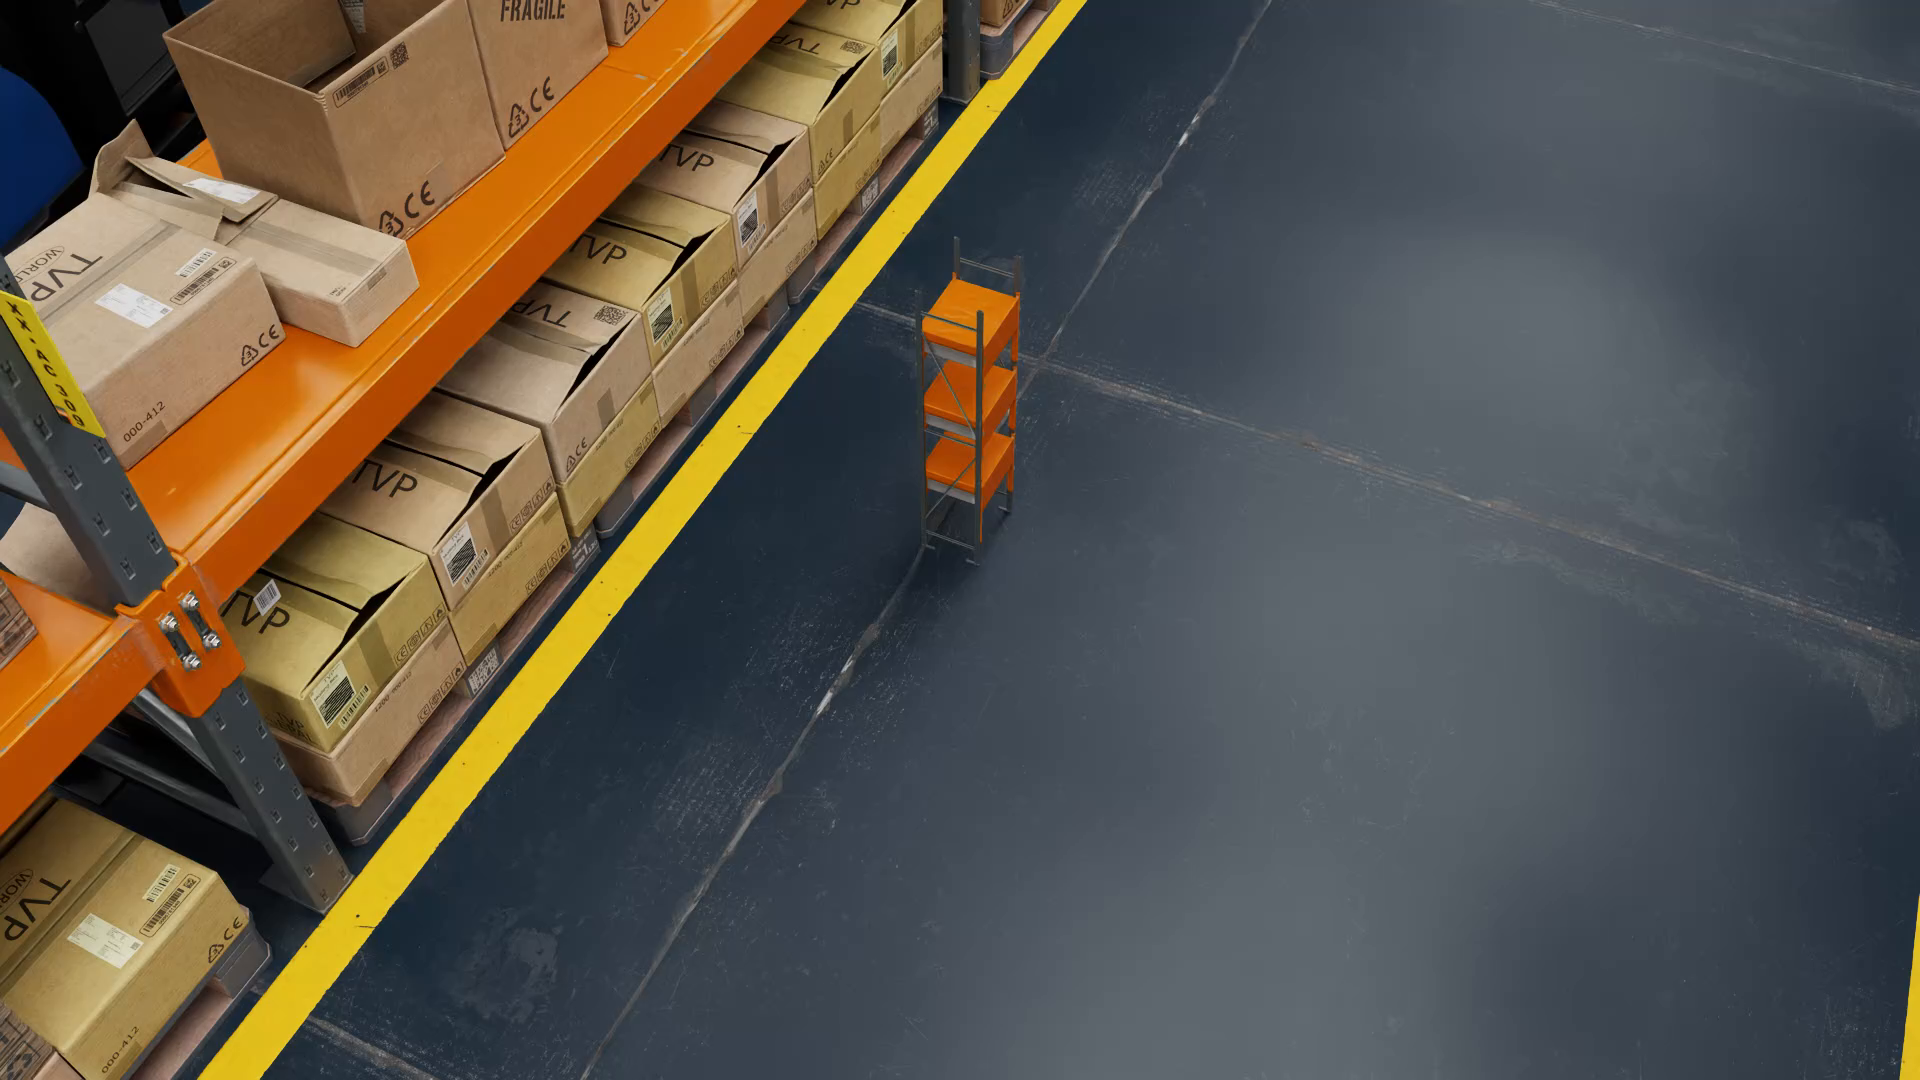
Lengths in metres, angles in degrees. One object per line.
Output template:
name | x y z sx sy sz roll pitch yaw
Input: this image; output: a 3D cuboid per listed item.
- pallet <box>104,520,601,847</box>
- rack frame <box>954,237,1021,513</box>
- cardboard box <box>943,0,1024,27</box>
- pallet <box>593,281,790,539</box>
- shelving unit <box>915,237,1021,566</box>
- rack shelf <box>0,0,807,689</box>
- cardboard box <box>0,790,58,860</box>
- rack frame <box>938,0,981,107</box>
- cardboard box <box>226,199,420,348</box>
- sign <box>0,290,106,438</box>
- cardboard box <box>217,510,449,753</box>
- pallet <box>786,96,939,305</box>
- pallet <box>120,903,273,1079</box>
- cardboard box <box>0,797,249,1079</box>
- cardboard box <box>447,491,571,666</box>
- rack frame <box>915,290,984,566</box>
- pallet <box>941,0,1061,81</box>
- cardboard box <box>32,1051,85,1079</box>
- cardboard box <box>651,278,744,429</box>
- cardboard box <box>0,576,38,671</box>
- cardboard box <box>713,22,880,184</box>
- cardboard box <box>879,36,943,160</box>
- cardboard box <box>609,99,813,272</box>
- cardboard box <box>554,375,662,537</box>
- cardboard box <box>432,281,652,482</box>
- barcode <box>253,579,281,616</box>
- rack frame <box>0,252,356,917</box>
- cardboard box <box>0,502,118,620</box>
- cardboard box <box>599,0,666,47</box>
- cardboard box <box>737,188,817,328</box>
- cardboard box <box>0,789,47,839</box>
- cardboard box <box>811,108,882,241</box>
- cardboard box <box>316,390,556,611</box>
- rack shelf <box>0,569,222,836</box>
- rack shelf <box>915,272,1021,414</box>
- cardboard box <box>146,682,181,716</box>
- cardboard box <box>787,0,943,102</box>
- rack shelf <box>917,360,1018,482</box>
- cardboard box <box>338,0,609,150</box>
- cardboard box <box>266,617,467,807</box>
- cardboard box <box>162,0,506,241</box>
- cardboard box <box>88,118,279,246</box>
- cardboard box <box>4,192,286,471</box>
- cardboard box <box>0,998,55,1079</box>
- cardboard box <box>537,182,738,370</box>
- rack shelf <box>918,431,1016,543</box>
pallet | -1.825 0.202 4.939 1.003 0.211 1.213 20 52 16
rack frame | 0.075 -0.461 4.953 0.200 1.050 0.008 20 52 16
cardboard box | 0.057 -2.489 6.750 0.500 0.500 0.500 22 53 18
pallet | -1.305 -0.641 5.657 1.003 0.211 1.213 20 52 16
shelving unit | 0.023 -0.377 4.882 0.215 1.050 0.252 20 52 16
rack shelf | -1.250 -1.325 4.881 1.077 0.370 4.000 20 52 16
cardboard box | -2.577 0.794 4.134 0.500 0.250 0.500 20 52 16
rack frame | -0.396 -2.936 5.778 1.000 3.000 0.127 20 52 16
cardboard box | -1.541 -0.644 3.993 0.380 0.149 0.250 20 52 16
sign | -1.602 -0.308 2.922 0.100 0.325 0.005 20 52 16
cardboard box | -1.703 0.188 4.282 0.500 0.311 0.500 20 52 16
pallet | -0.783 -1.478 6.369 1.003 0.211 1.213 20 52 16
pallet | -2.483 1.256 4.042 1.003 0.211 1.213 20 52 16
cardboard box | -2.105 0.964 3.990 0.500 0.250 0.500 20 52 16
cardboard box | -1.489 0.025 4.789 0.500 0.250 0.500 21 53 17
rack frame | -0.029 -0.293 4.810 0.200 1.050 0.008 20 52 16
pallet | -0.043 -2.534 7.267 1.003 0.211 1.213 20 52 16
cardboard box | -2.328 1.305 3.700 0.500 0.250 0.500 20 52 16
cardboard box | -1.052 -0.683 5.391 0.500 0.250 0.500 21 53 17
cardboard box | -2.289 0.094 3.135 0.700 0.500 0.500 19 52 15
cardboard box | -0.613 -1.562 5.771 0.500 0.311 0.500 19 52 16
cardboard box | -0.400 -1.739 6.290 0.500 0.250 0.500 21 53 17
cardboard box | -0.831 -1.215 5.476 0.500 0.311 0.500 19 52 16
cardboard box | -1.270 -0.333 5.093 0.500 0.250 0.500 18 52 15
cardboard box | -1.264 -0.511 4.877 0.500 0.311 0.500 18 52 15
barcode | -1.619 0.135 3.888 0.001 0.075 0.075 20 52 16
rack frame | -2.105 -0.181 3.435 1.000 3.000 0.127 20 52 16
cardboard box | -2.191 0.020 4.425 0.500 0.311 0.500 20 52 16
cardboard box | -1.098 -1.807 4.753 0.500 0.500 0.500 17 52 14
cardboard box | -0.835 -1.038 5.693 0.500 0.250 0.500 21 53 17
cardboard box | -2.586 0.548 3.851 0.500 0.500 0.500 20 52 16
cardboard box | -0.617 -1.383 5.987 0.500 0.250 0.500 19 52 16
cardboard box | -1.484 -0.155 4.573 0.500 0.311 0.500 19 52 16
rack shelf | -2.959 1.429 2.537 1.077 0.370 4.000 20 52 16
rack shelf | 0.023 -0.554 4.673 0.215 0.259 0.240 20 52 16
cardboard box | -2.190 0.194 4.645 0.500 0.250 0.500 19 52 16
cardboard box | -0.397 -1.922 6.077 0.500 0.311 0.500 21 53 17
rack shelf | 0.023 -0.370 4.890 0.215 0.259 0.240 20 52 16
cardboard box | -1.323 -1.445 4.444 0.500 0.500 0.500 20 52 16
cardboard box | -1.709 0.377 4.490 0.500 0.250 0.500 19 52 15
cardboard box | -1.537 -1.100 4.151 0.500 0.500 0.500 23 53 19
cardboard box | -1.895 -0.803 4.052 0.396 0.266 0.258 19 52 15
cardboard box | -1.934 -0.486 3.792 0.500 0.250 0.500 23 53 18
cardboard box | -2.330 1.062 3.414 0.500 0.500 0.500 20 52 16
cardboard box | -1.047 -0.871 5.183 0.500 0.311 0.500 21 53 17
rack shelf | 0.023 -0.190 5.101 0.215 0.259 0.240 20 52 16
